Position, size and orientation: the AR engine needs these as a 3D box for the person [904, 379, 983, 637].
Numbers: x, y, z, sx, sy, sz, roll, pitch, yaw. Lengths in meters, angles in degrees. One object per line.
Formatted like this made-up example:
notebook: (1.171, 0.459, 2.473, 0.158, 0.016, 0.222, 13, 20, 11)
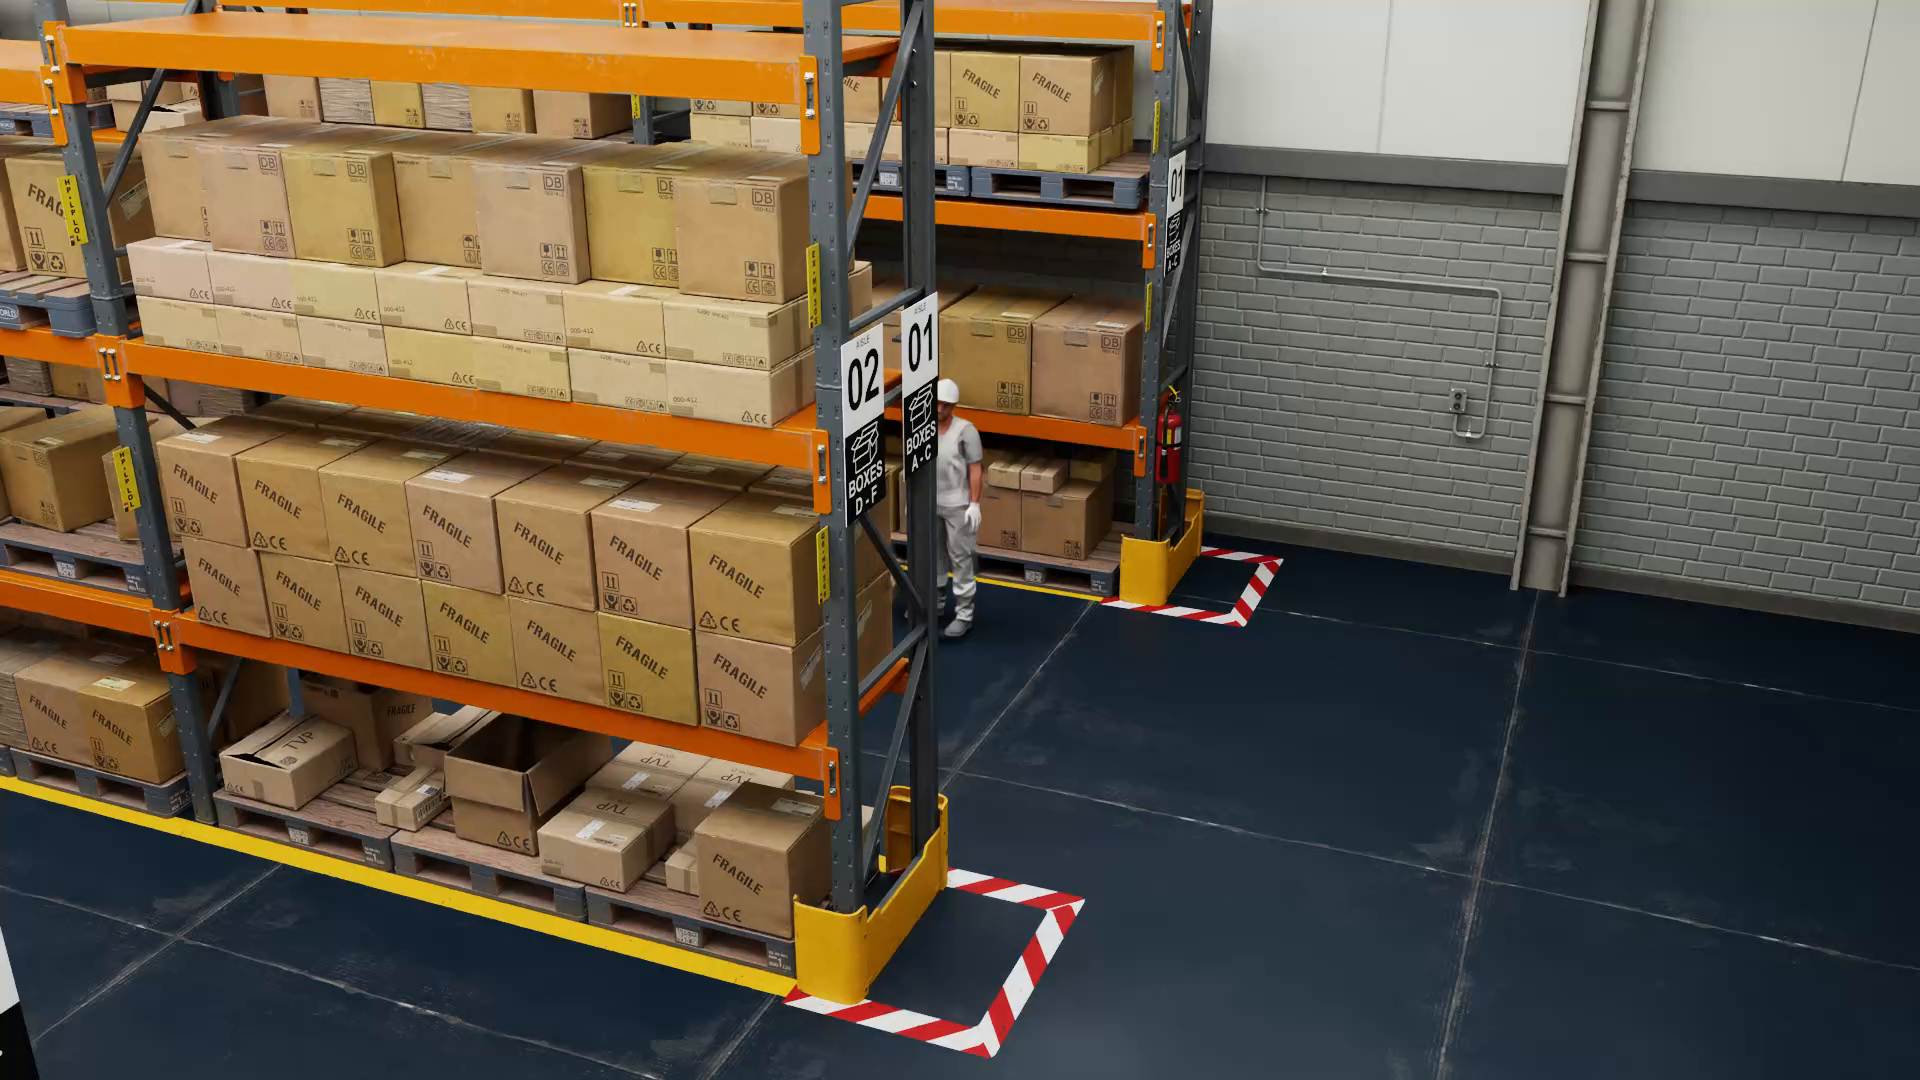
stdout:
person: (-0.114, -0.224, 11.369, 0.623, 1.794, 0.423, 13, 25, 28)
